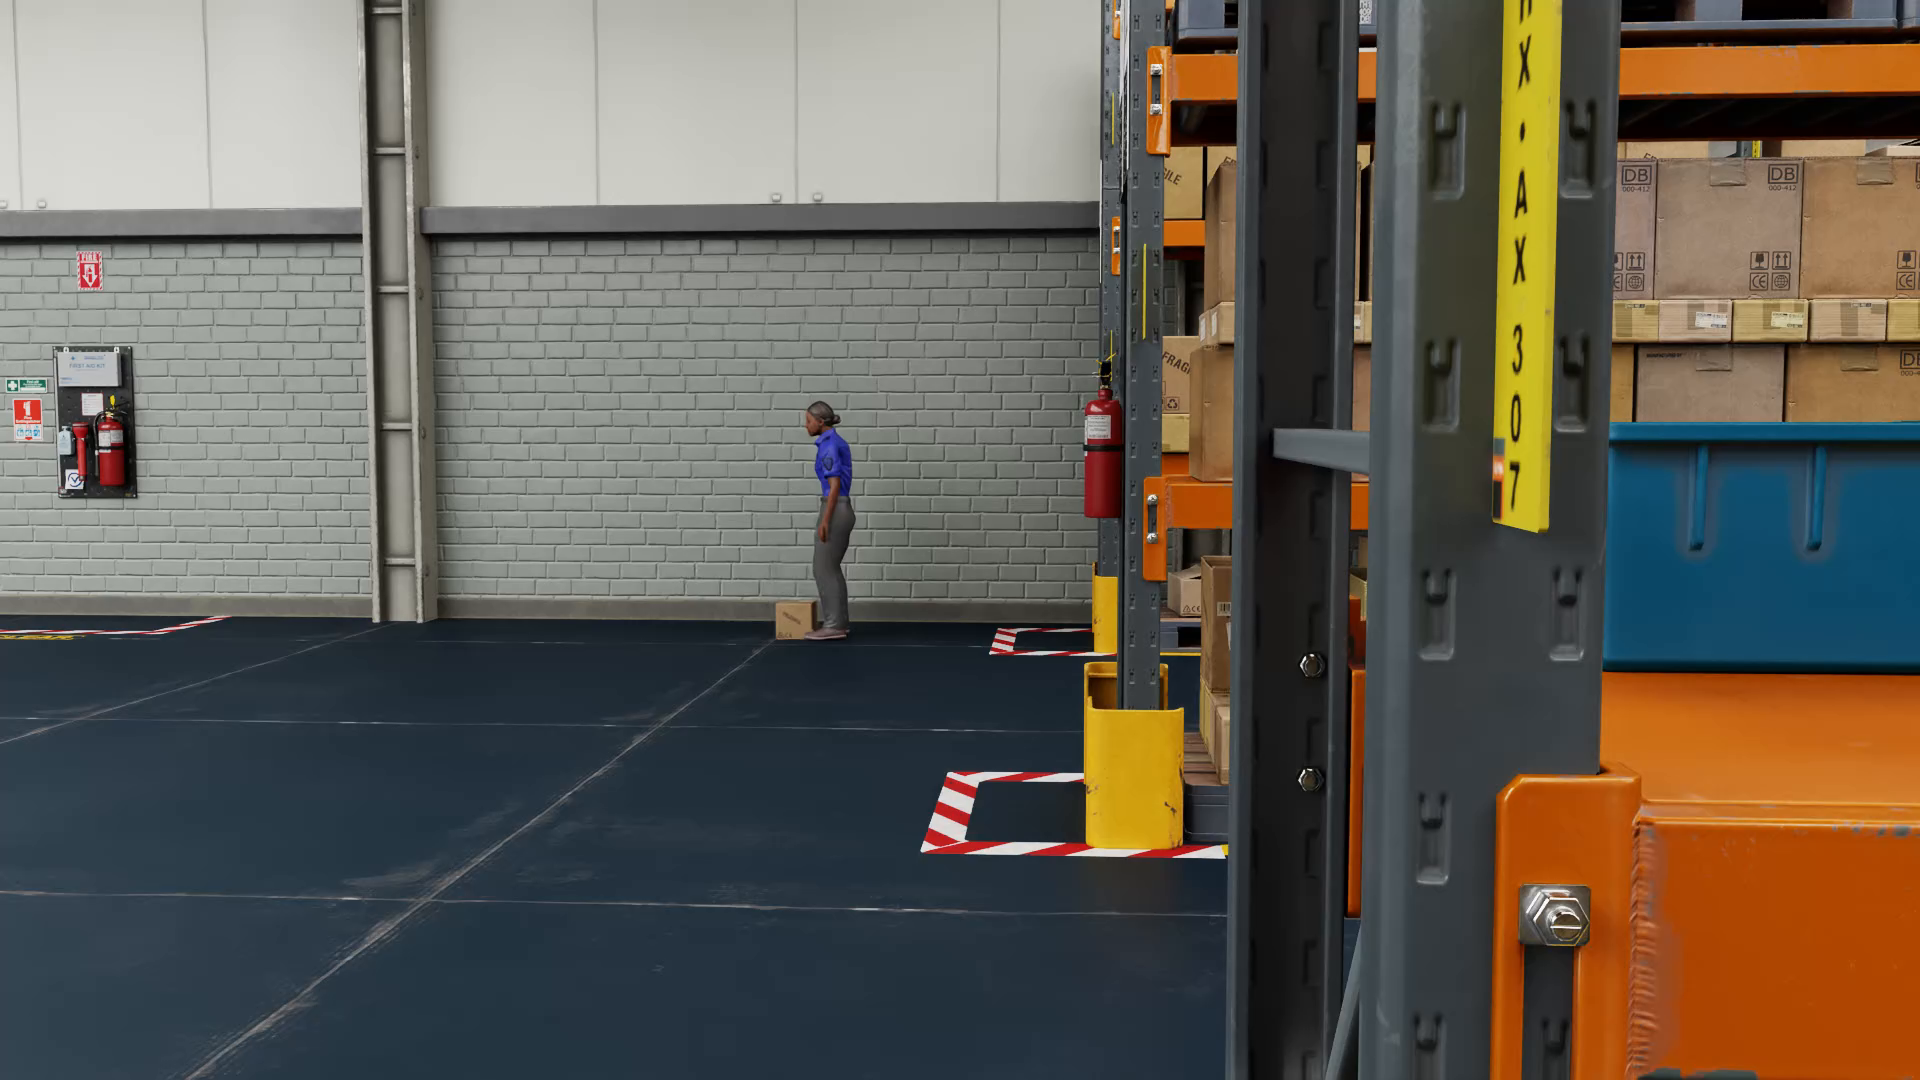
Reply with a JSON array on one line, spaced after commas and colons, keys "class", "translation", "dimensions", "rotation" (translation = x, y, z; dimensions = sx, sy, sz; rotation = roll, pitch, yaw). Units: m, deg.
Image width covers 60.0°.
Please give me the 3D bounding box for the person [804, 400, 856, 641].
[{"class": "person", "translation": [-0.908, -0.142, 11.584], "dimensions": [0.347, 1.655, 0.505], "rotation": [0, 4, 4]}]
